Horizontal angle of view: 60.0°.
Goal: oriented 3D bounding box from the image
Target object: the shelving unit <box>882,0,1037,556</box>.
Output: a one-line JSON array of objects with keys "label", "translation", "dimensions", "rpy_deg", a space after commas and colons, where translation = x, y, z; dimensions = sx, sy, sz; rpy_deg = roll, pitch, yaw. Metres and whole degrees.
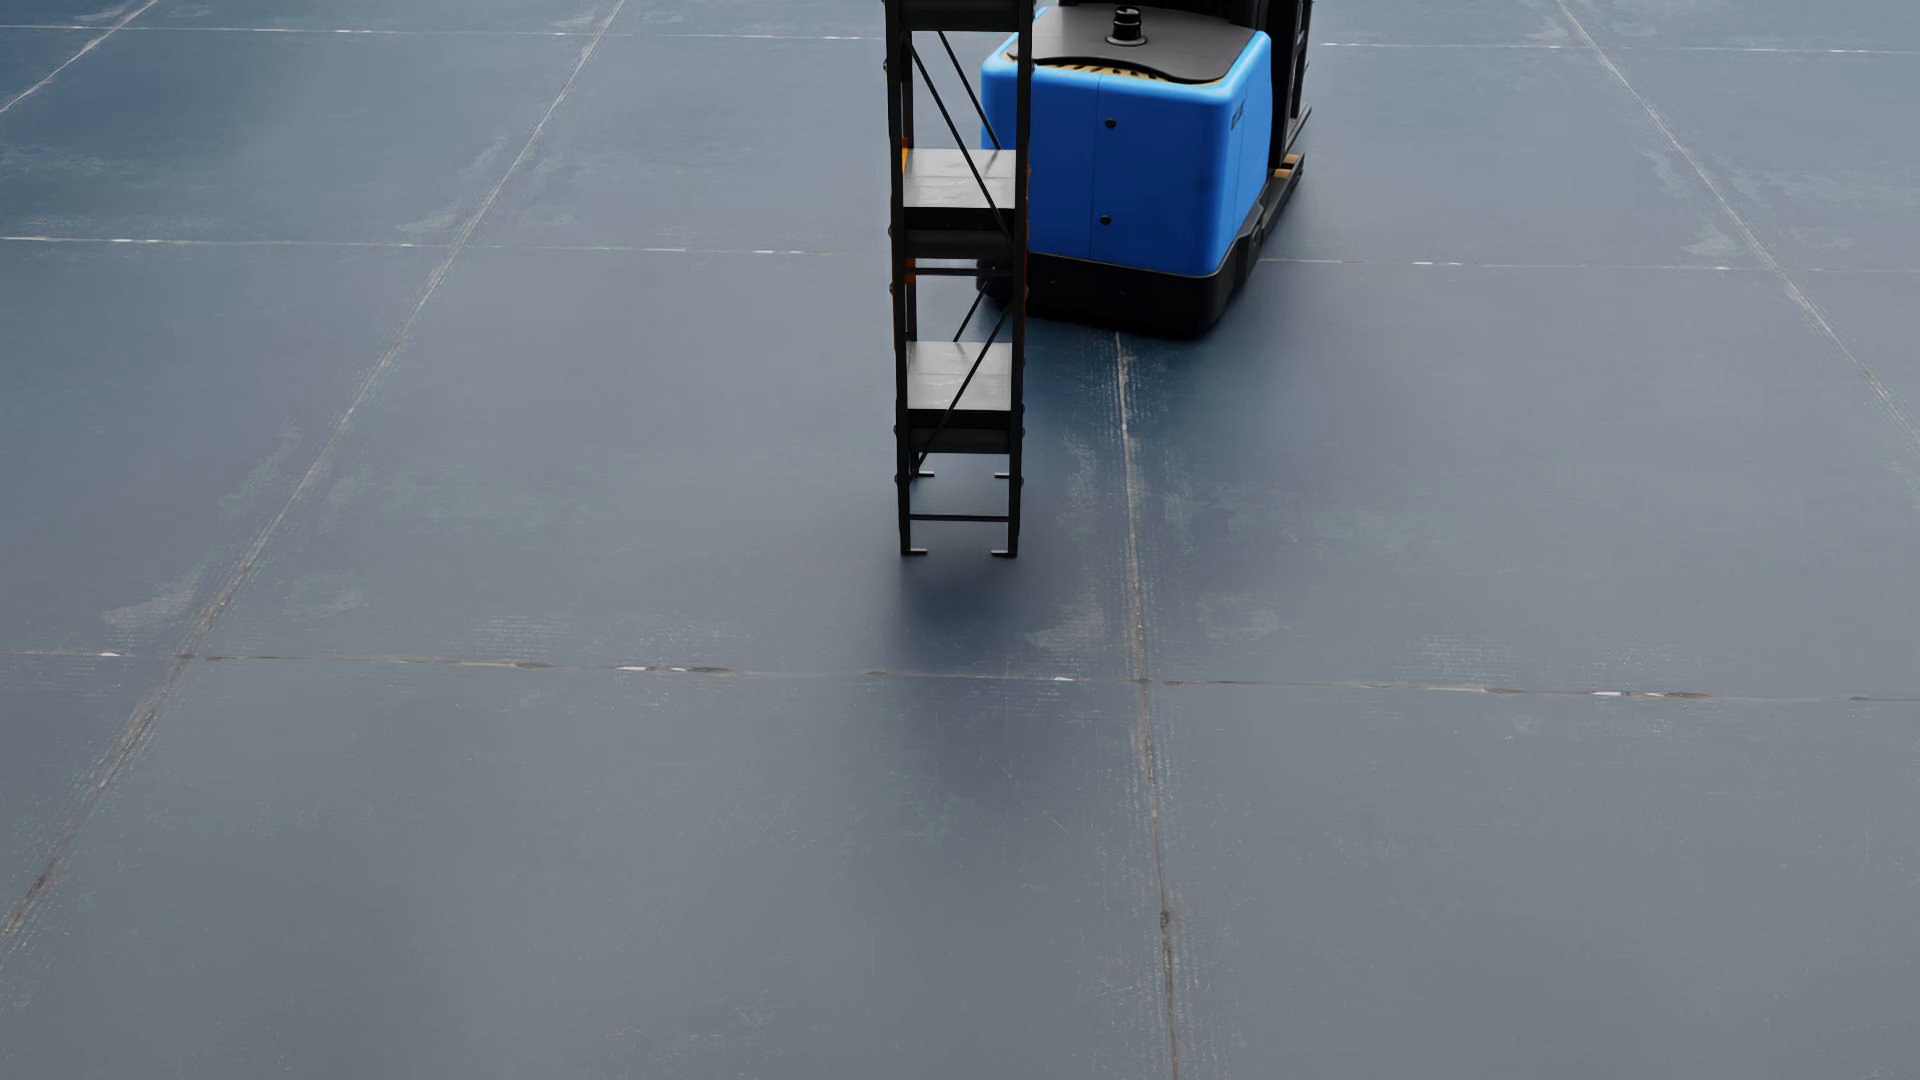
[{"label": "shelving unit", "translation": [0.007, -0.954, 5.282], "dimensions": [0.431, 2.100, 0.503], "rpy_deg": [1, 35, 2]}]

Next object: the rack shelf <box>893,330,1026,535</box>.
[{"label": "rack shelf", "translation": [0.007, -0.370, 5.692], "dimensions": [0.431, 0.518, 0.480], "rpy_deg": [1, 35, 2]}]

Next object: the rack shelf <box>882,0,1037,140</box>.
[{"label": "rack shelf", "translation": [0.007, -1.516, 4.887], "dimensions": [0.431, 0.518, 0.480], "rpy_deg": [1, 35, 2]}]

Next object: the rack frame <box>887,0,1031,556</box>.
[{"label": "rack frame", "translation": [-0.003, -0.814, 5.082], "dimensions": [0.400, 2.100, 0.015], "rpy_deg": [1, 35, 2]}]

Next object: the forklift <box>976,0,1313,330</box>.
[{"label": "forklift", "translation": [1.060, -2.908, 7.339], "dimensions": [1.130, 2.935, 3.031], "rpy_deg": [12, 37, 17]}]

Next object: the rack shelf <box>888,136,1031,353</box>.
[{"label": "rack shelf", "translation": [0.007, -0.943, 5.289], "dimensions": [0.431, 0.518, 0.480], "rpy_deg": [1, 35, 2]}]

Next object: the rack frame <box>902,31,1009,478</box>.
[{"label": "rack frame", "translation": [0.016, -1.094, 5.481], "dimensions": [0.400, 2.100, 0.015], "rpy_deg": [1, 35, 2]}]
